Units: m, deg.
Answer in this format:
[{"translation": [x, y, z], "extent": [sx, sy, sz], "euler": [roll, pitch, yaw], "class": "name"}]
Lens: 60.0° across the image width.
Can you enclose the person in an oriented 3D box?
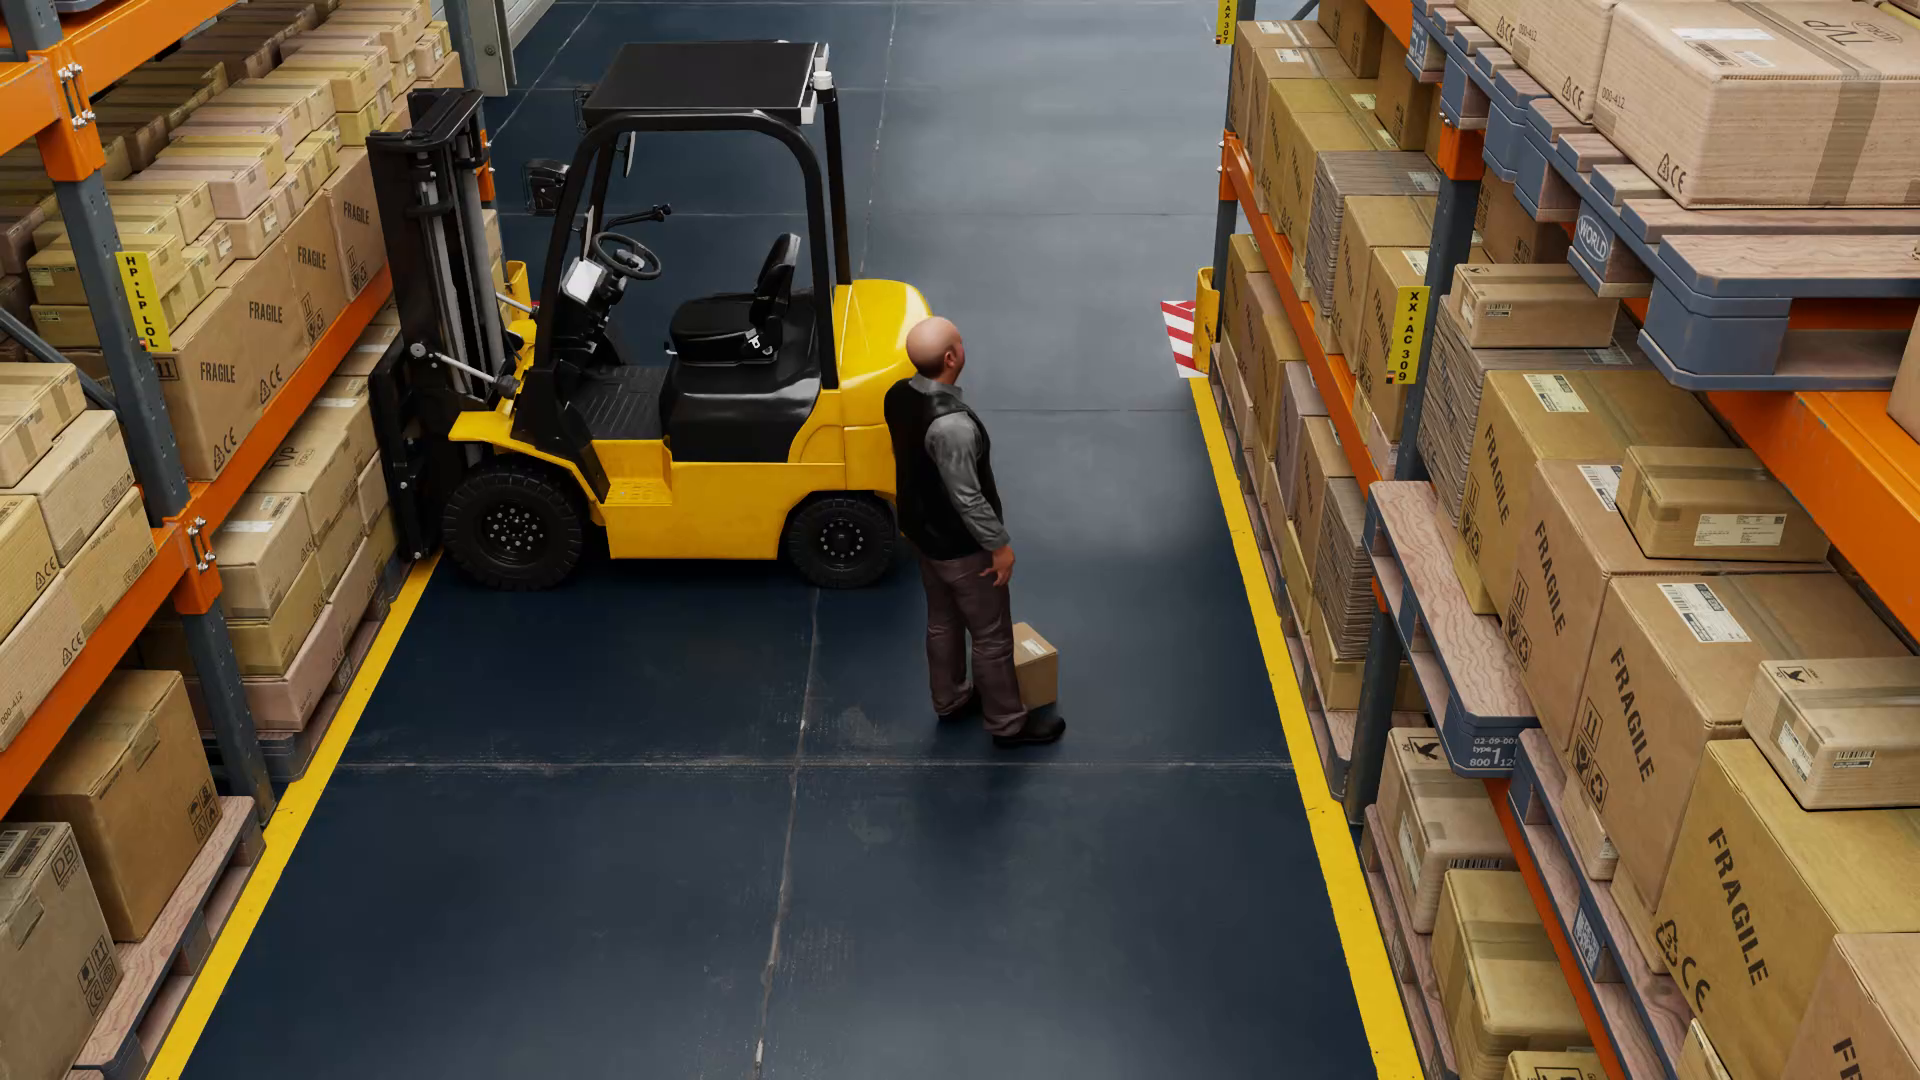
[{"translation": [0.038, -0.036, 6.202], "extent": [0.568, 1.720, 0.630], "euler": [-16, 35, -25], "class": "person"}]
